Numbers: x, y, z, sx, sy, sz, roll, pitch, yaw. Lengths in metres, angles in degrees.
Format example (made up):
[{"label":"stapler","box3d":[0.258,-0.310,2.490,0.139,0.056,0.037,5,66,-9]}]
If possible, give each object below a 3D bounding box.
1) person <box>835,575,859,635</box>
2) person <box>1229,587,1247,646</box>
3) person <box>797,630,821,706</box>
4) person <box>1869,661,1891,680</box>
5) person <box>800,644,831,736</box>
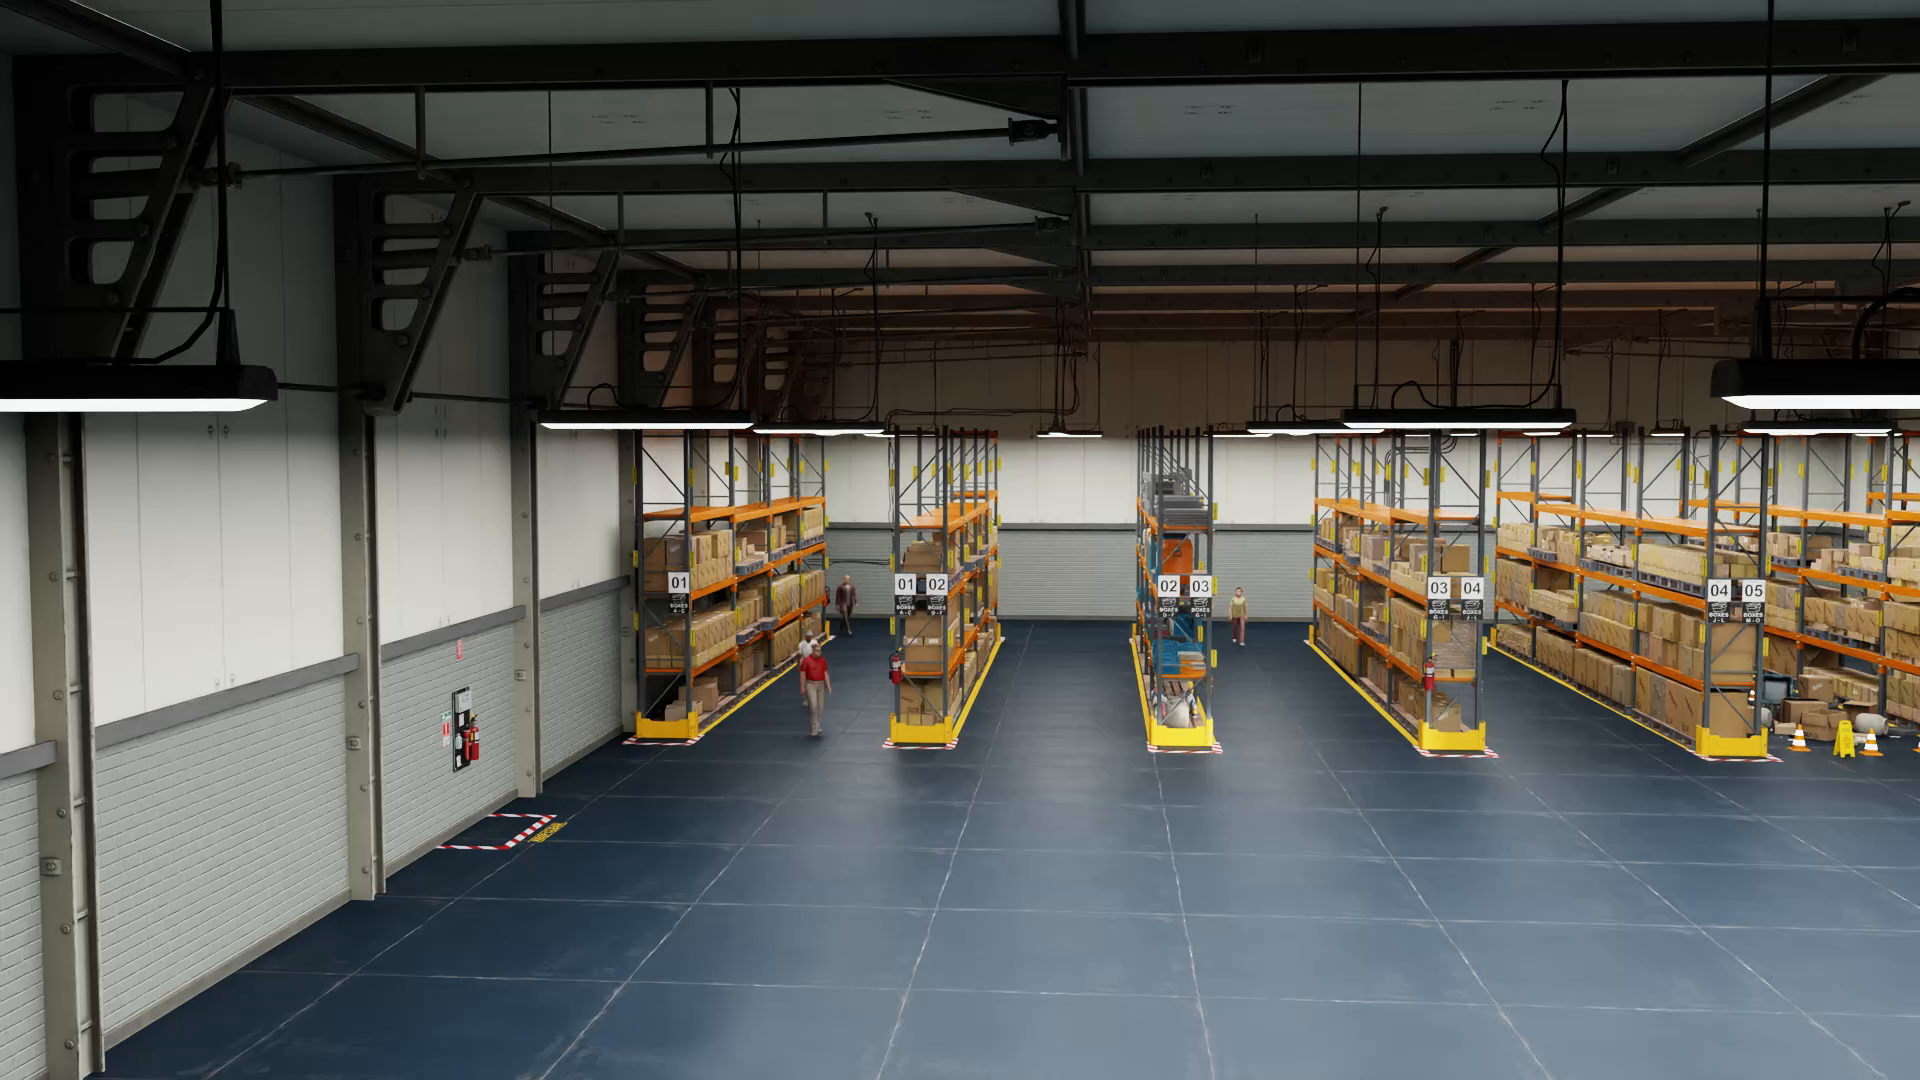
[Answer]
[{"label":"person","box3d":[-3.328,1.892,48.921,0.607,1.706,1.169,-2,4,-30]},{"label":"person","box3d":[7.749,2.125,46.278,0.530,1.612,1.082,0,3,2]},{"label":"person","box3d":[-3.267,2.741,36.033,0.536,1.660,0.529,0,3,-3]},{"label":"person","box3d":[21.592,2.503,38.844,0.547,1.764,0.530,-1,3,-8]},{"label":"person","box3d":[-2.787,2.936,32.501,0.562,1.789,0.605,-3,4,-36]}]
